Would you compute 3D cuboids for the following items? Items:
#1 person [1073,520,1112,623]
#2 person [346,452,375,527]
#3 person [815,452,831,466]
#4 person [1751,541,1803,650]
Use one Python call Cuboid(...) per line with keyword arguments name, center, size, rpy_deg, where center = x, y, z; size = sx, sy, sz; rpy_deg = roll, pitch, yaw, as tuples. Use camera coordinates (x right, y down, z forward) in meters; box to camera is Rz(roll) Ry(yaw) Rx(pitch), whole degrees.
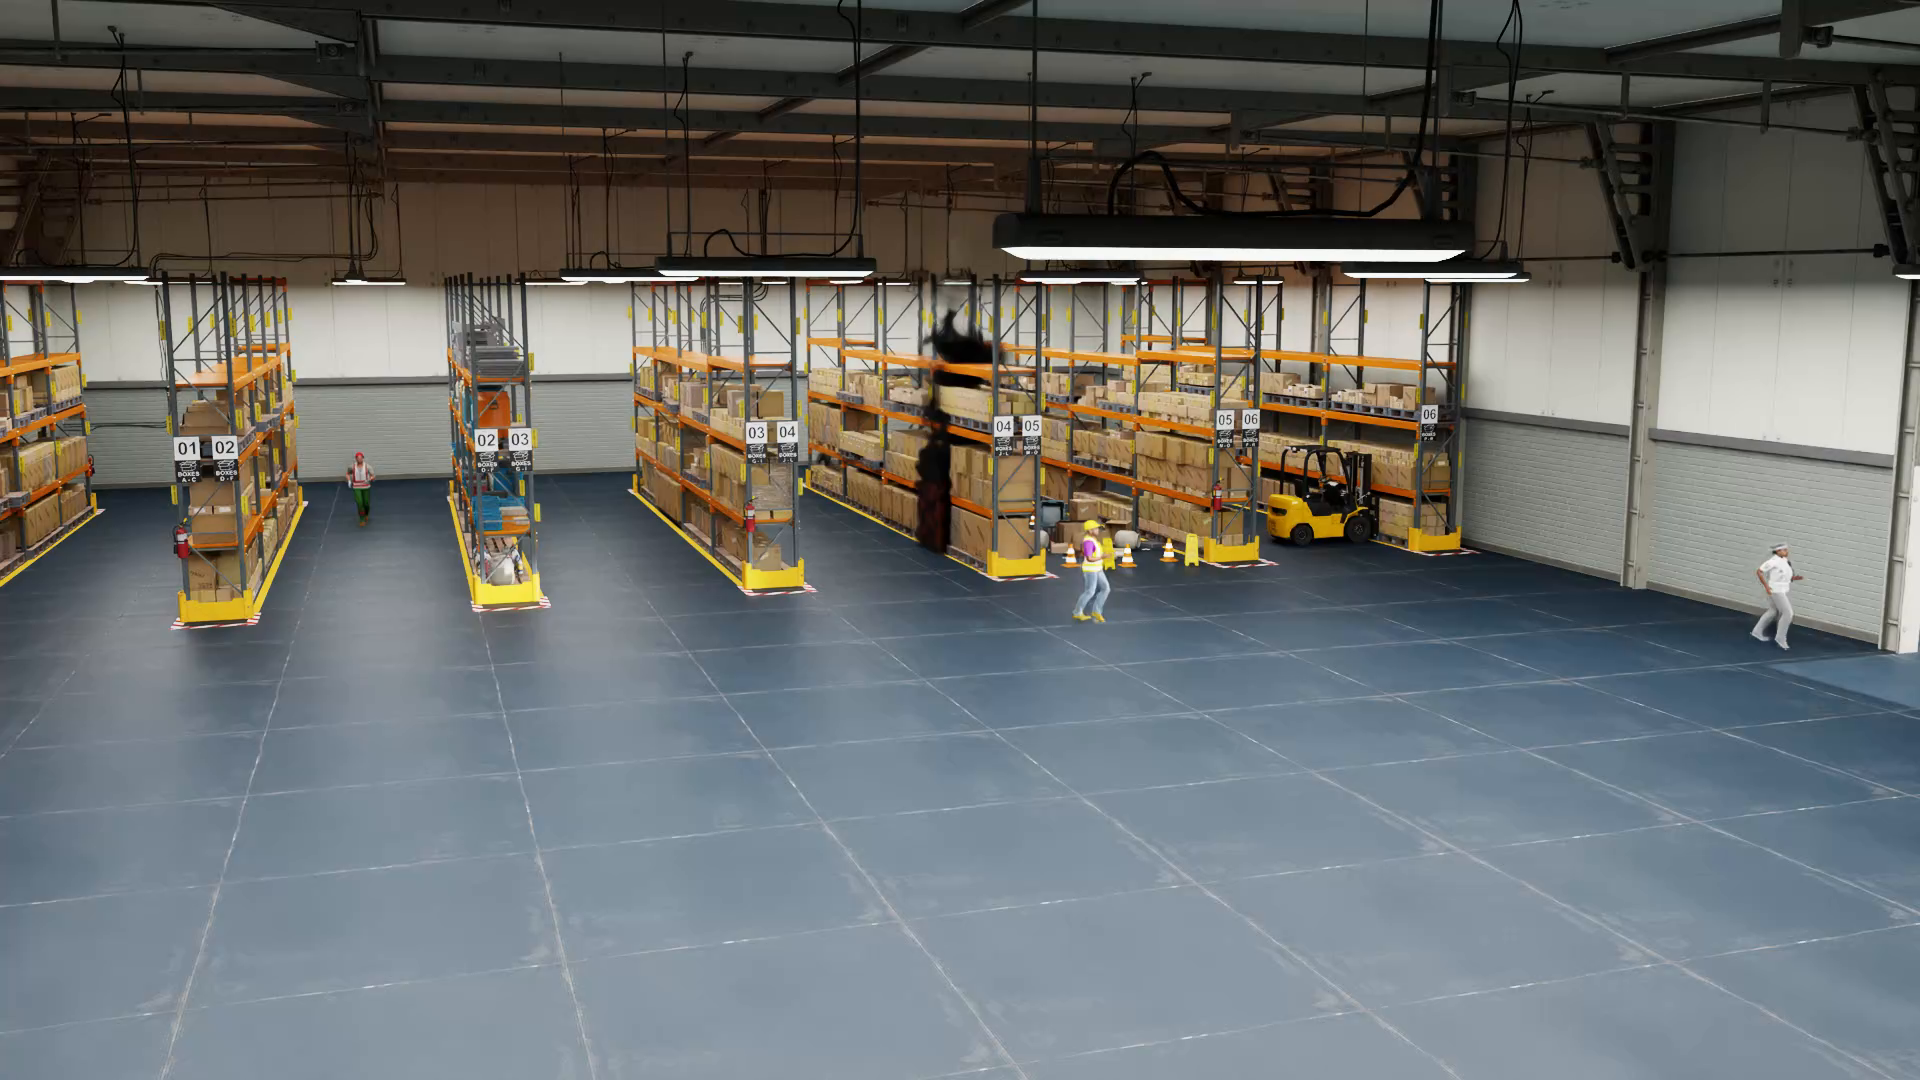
Cuboid(name="person", center=(2.295, 0.561, 28.567), size=(0.705, 1.812, 0.673), rpy_deg=(3, 9, 19))
Cuboid(name="person", center=(-14.545, -1.244, 40.380), size=(0.659, 1.786, 0.845), rpy_deg=(-3, 9, -21))
Cuboid(name="person", center=(-4.037, -2.588, 49.854), size=(0.707, 1.669, 0.574), rpy_deg=(-3, 9, -19))
Cuboid(name="person", center=(13.128, 0.878, 26.715), size=(0.756, 1.759, 0.544), rpy_deg=(8, 12, 43))
